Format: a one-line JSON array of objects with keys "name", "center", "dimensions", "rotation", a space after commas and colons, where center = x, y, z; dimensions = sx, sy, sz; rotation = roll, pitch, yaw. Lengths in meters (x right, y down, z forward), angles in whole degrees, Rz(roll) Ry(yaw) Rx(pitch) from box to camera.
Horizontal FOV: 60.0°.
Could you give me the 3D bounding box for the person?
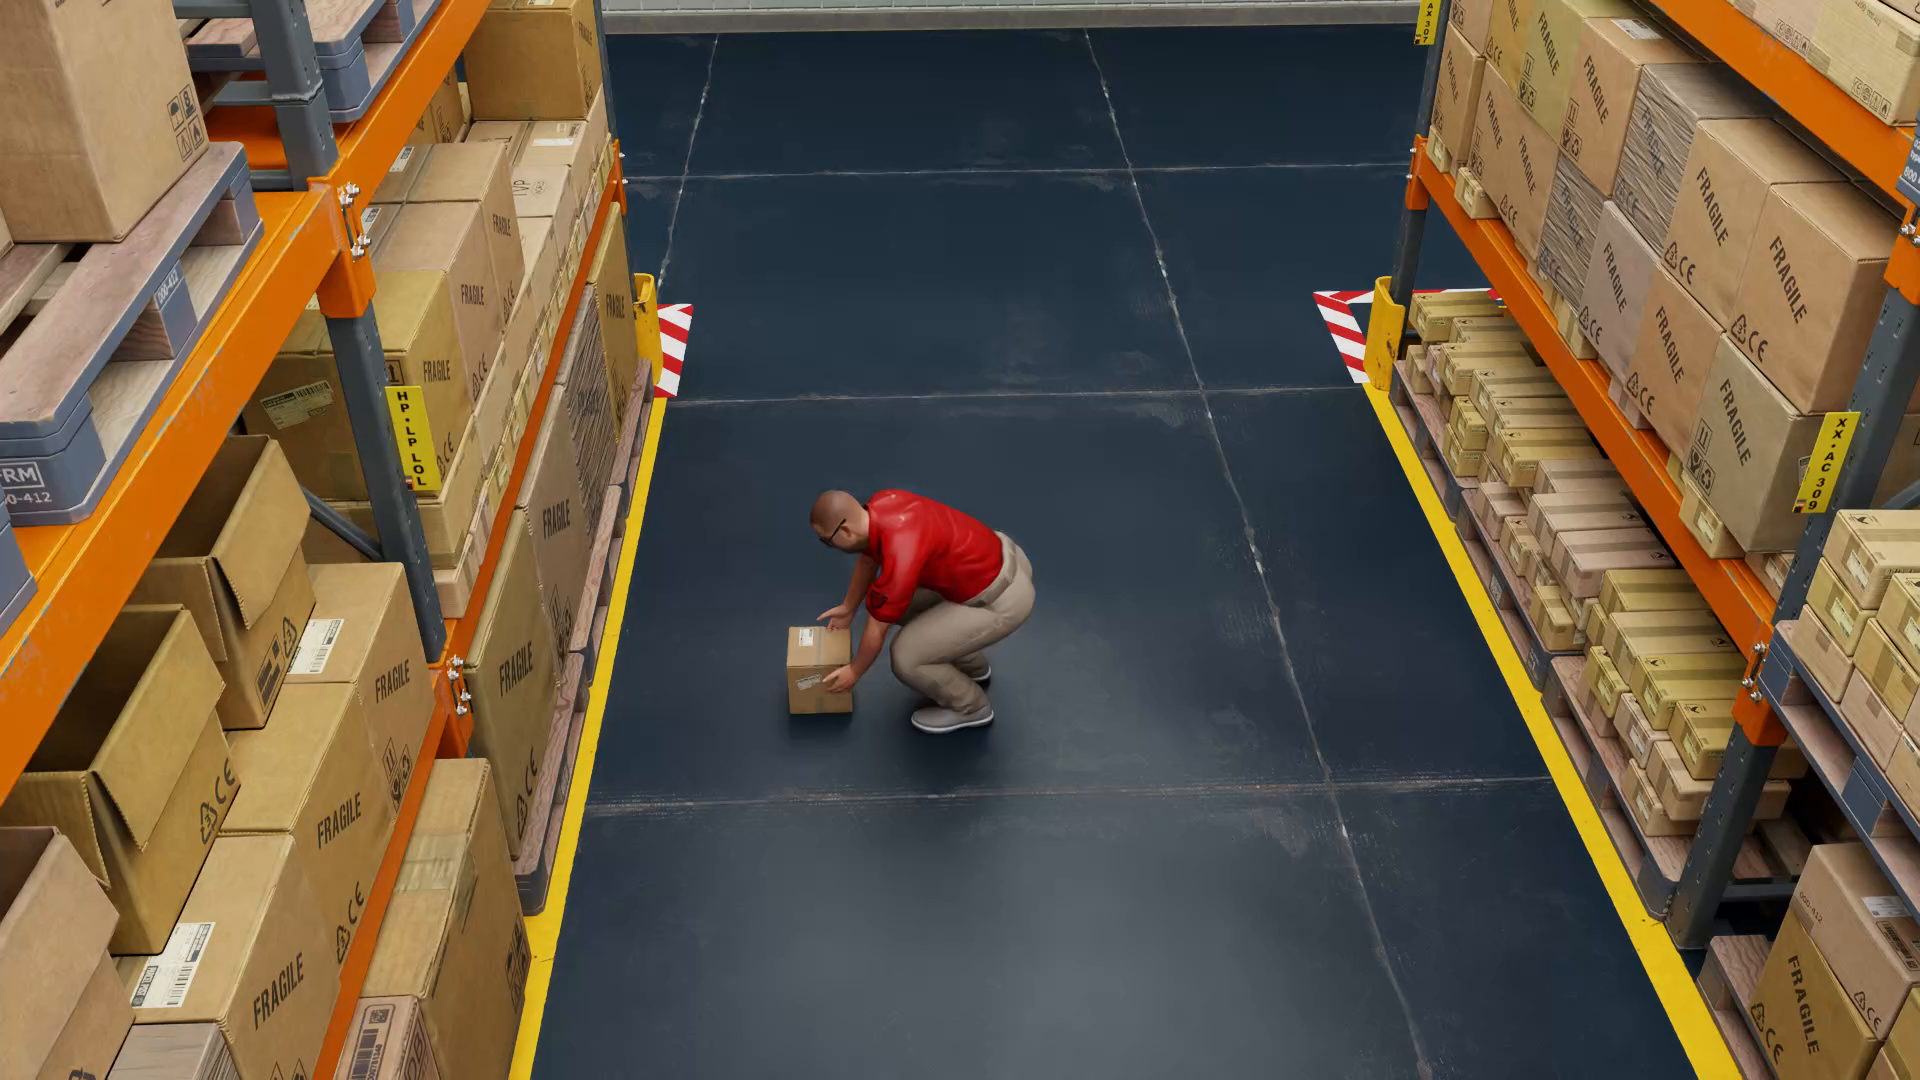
[{"name": "person", "center": [-0.140, 0.237, 6.408], "dimensions": [0.855, 1.060, 0.568], "rotation": [-2, 35, -2]}]
